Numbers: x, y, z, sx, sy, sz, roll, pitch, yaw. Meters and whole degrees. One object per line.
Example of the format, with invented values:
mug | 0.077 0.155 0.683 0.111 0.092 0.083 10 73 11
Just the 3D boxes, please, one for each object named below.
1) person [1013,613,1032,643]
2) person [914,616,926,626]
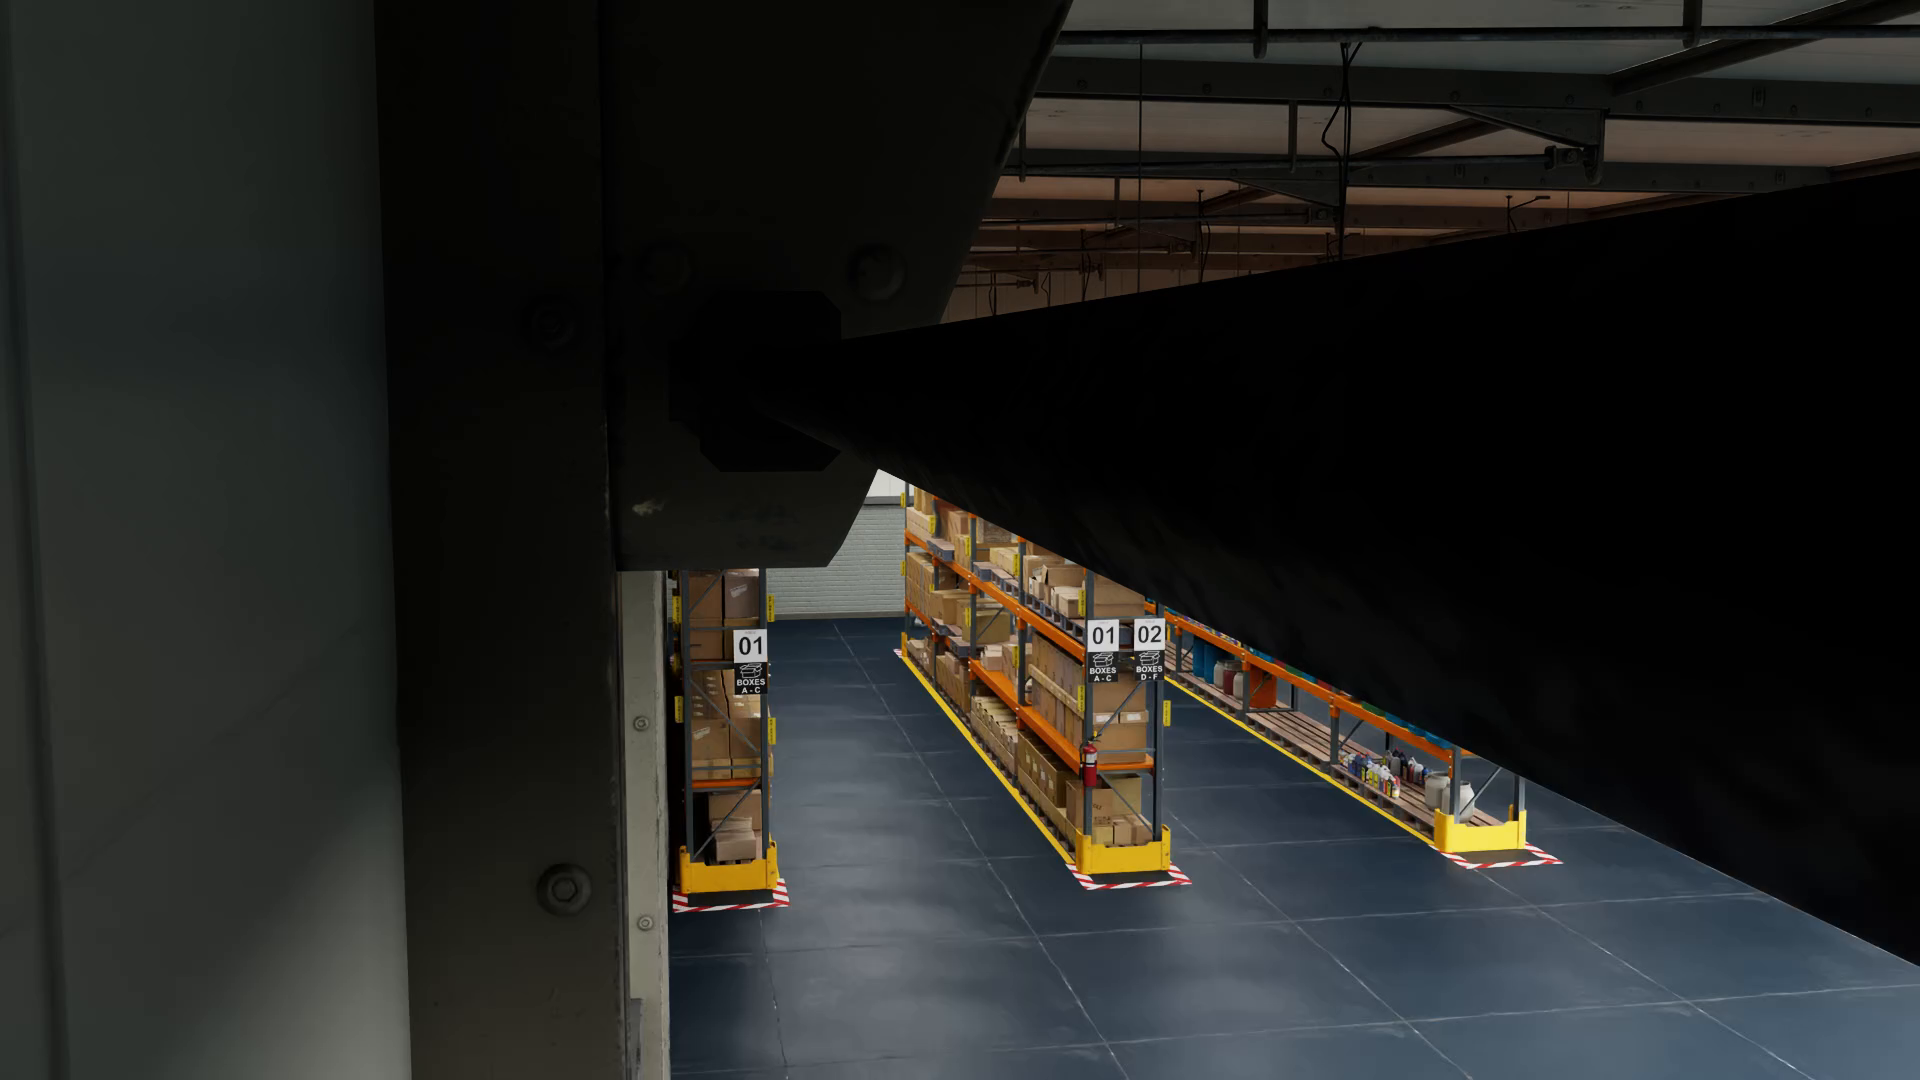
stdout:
person | 1.307 1.897 35.140 0.419 1.563 0.768 -1 6 -13
person | -0.645 1.277 40.338 0.985 1.752 0.542 2 6 15
